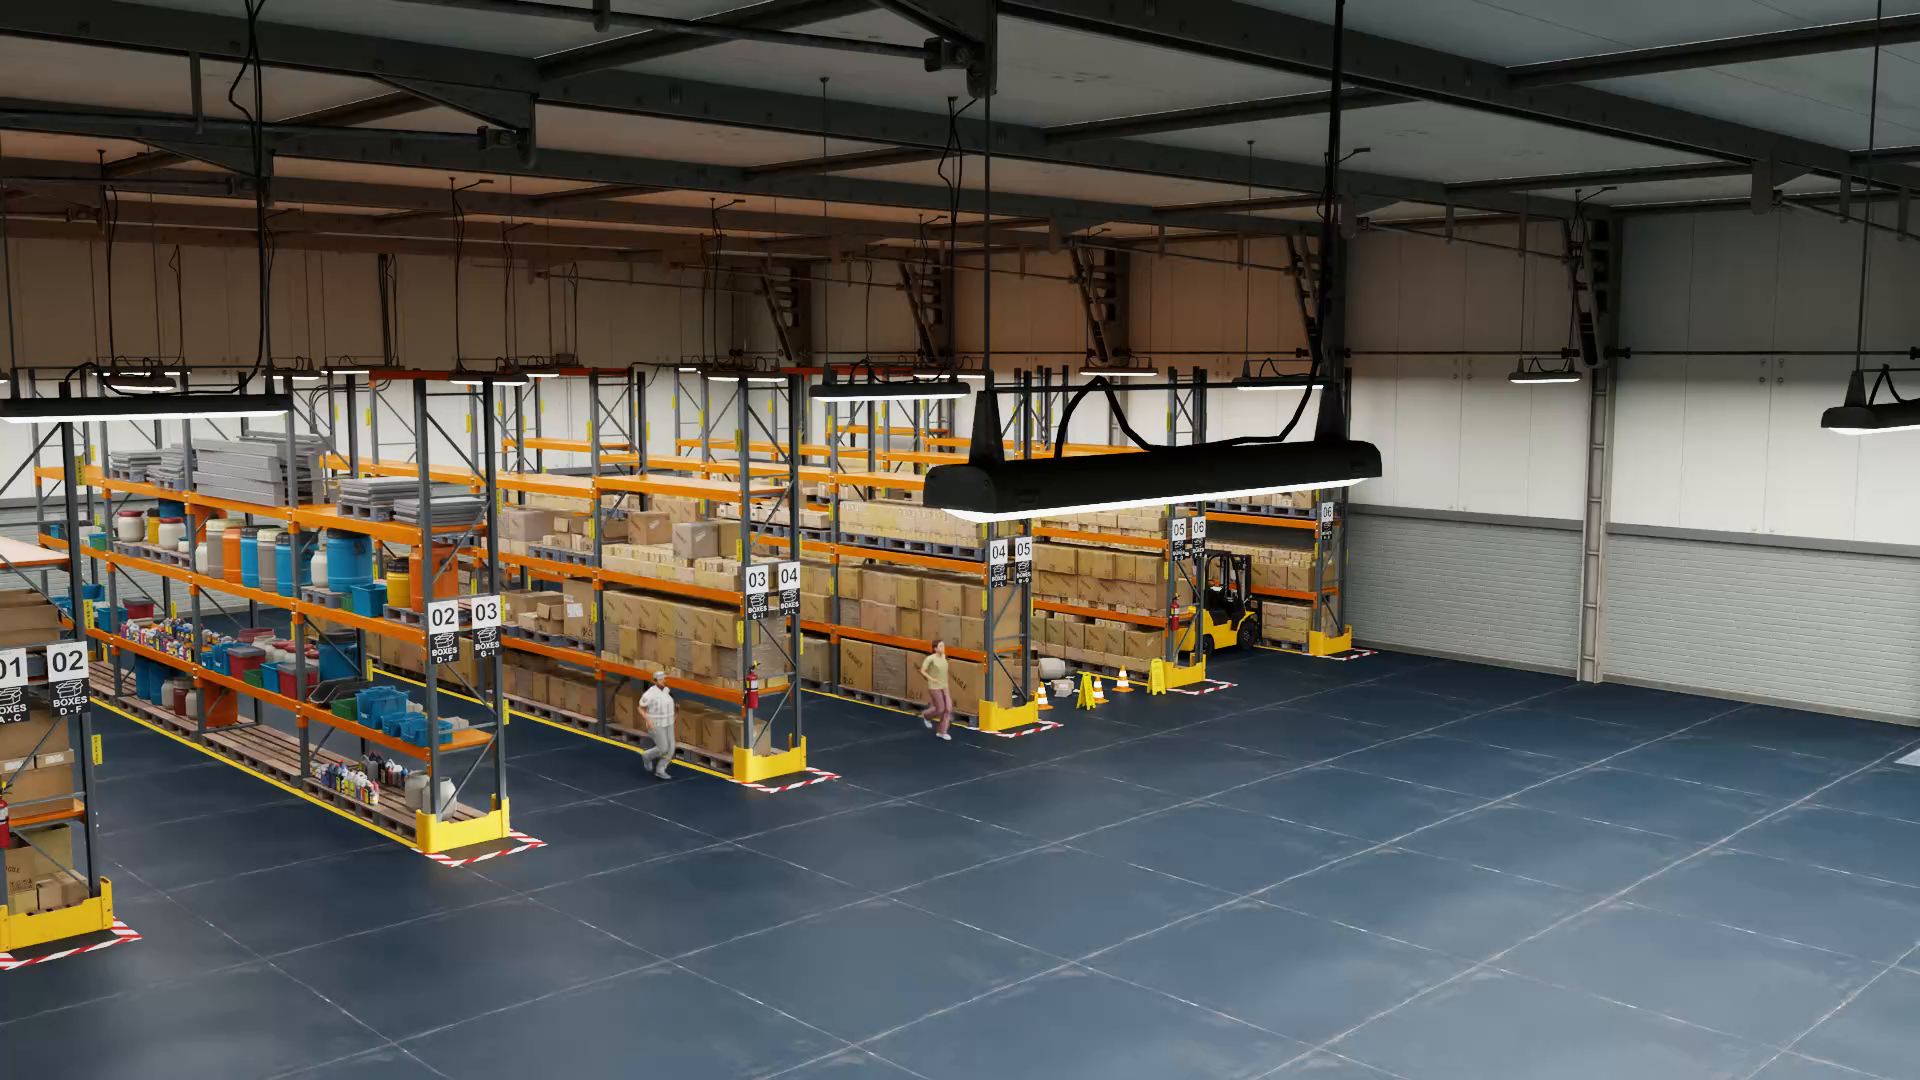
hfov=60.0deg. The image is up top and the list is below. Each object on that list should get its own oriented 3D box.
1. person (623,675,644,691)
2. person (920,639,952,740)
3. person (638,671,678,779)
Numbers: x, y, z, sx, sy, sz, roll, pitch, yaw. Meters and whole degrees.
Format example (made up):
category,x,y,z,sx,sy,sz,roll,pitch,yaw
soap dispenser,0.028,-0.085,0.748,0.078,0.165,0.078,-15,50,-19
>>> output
category,x,y,z,sx,sy,sz,roll,pitch,yaw
person,-5.974,1.969,31.010,0.785,1.759,0.657,4,8,35
person,-0.388,2.440,27.415,0.615,1.648,0.663,-6,9,-42
person,-4.444,2.748,24.712,0.549,1.623,0.608,5,8,37
